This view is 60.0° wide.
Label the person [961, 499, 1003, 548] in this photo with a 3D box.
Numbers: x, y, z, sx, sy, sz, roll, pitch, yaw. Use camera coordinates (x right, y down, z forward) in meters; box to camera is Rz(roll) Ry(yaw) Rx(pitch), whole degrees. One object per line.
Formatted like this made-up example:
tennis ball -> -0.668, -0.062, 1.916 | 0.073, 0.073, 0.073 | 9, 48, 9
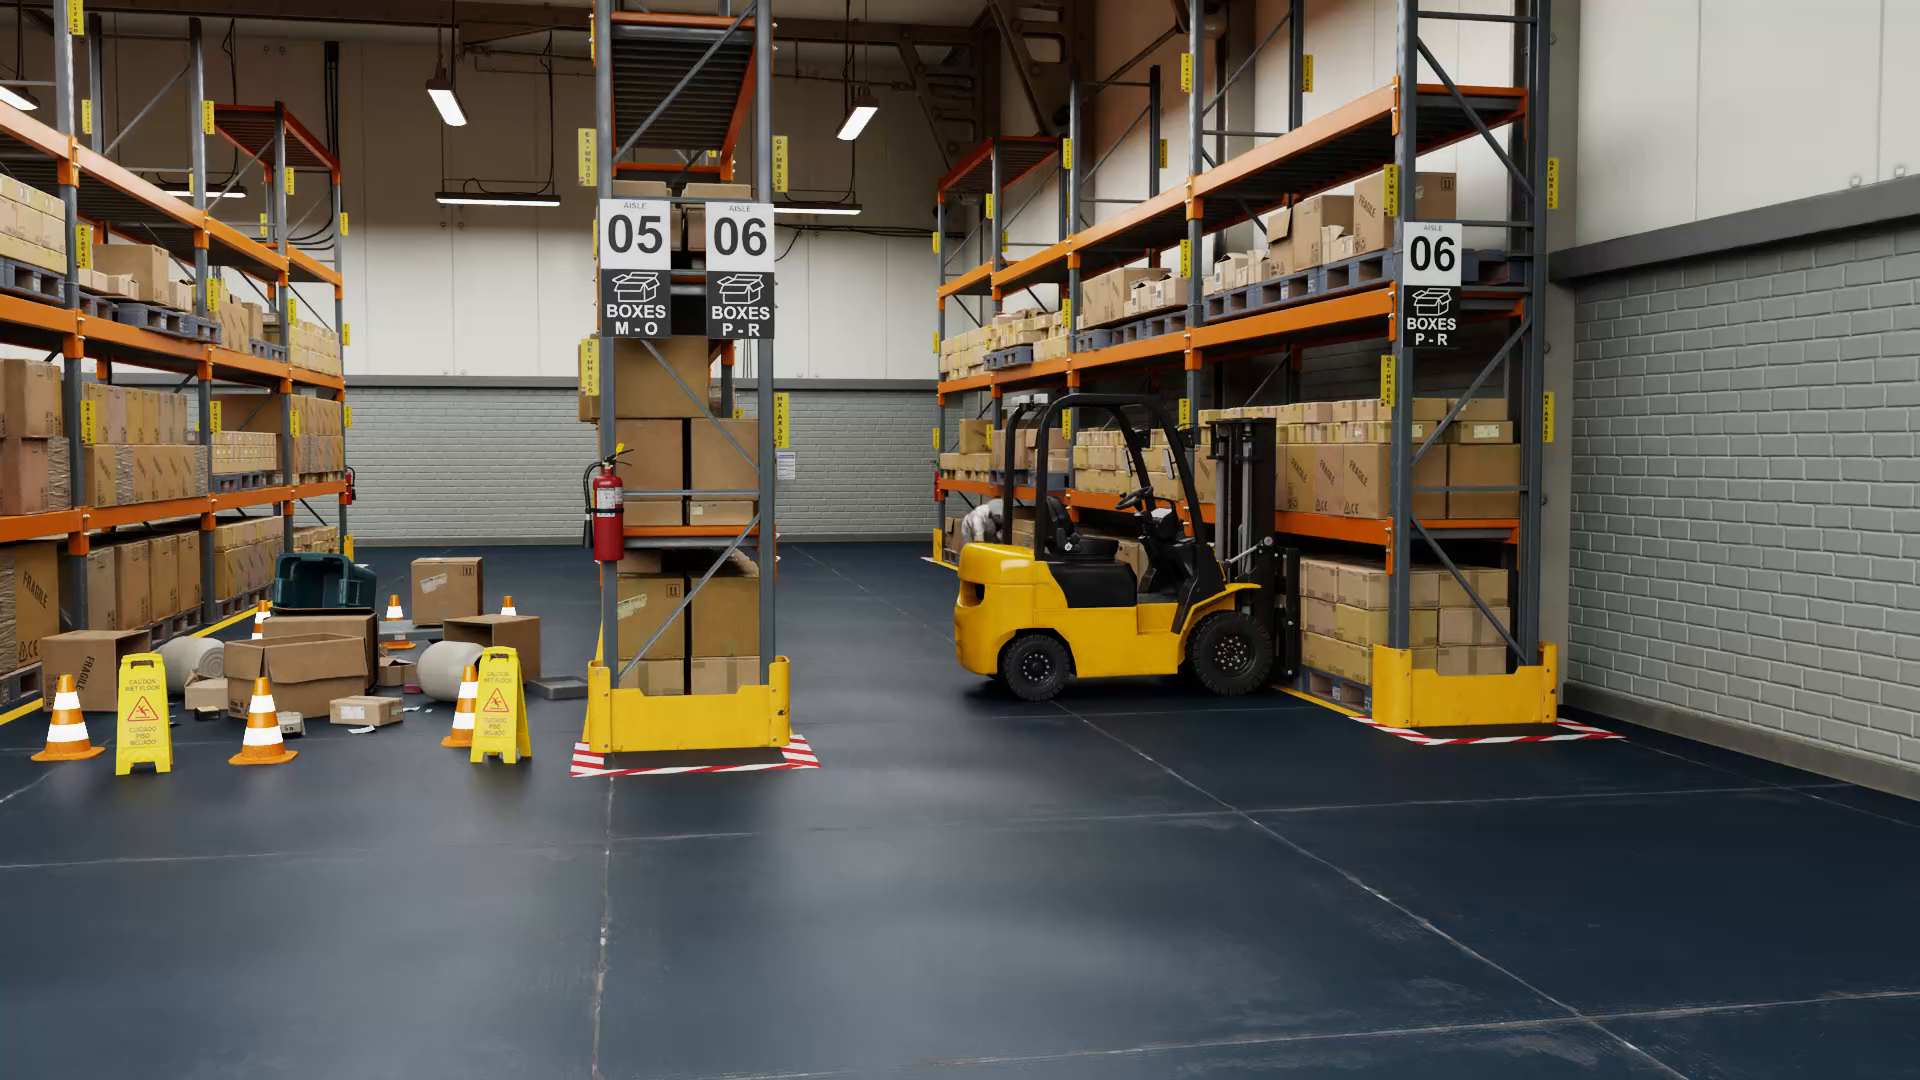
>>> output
person -> 0.301, 0.161, 18.150 | 0.416, 1.238, 0.920 | -1, 3, -18
